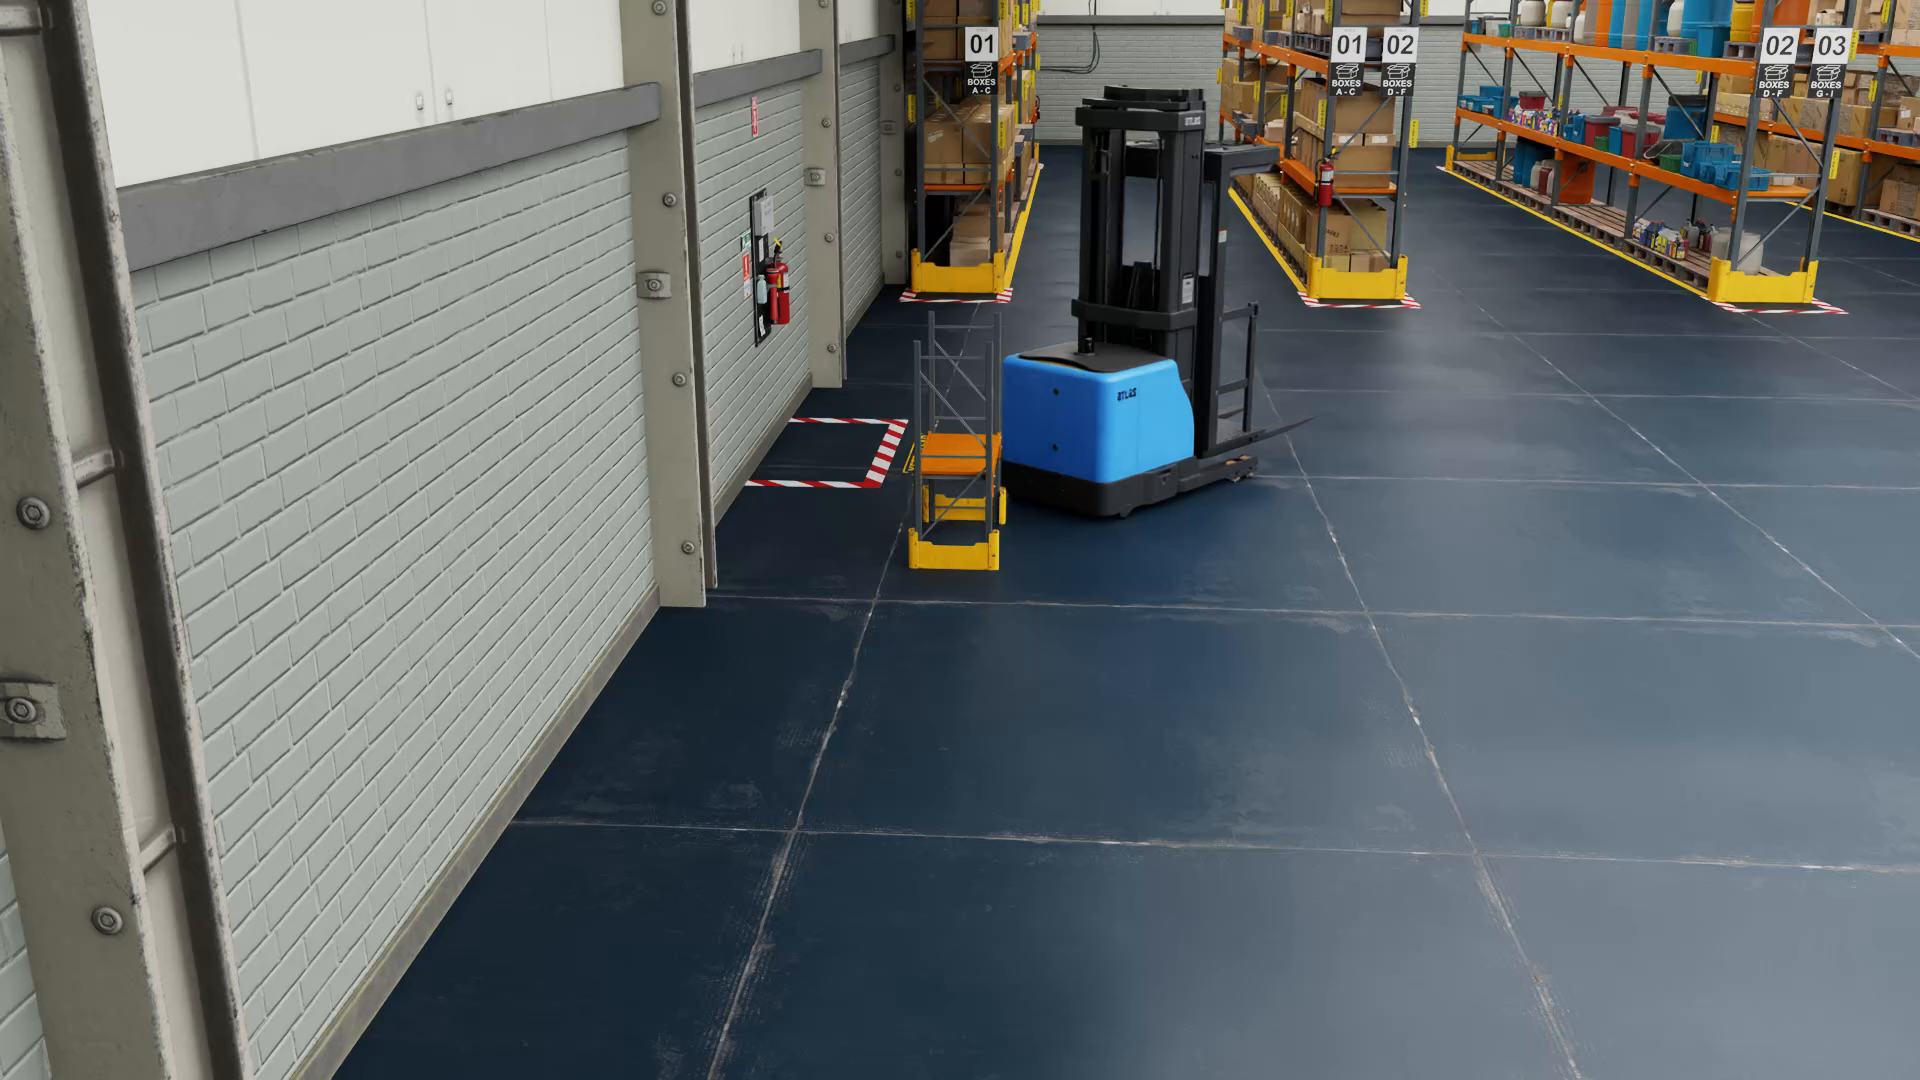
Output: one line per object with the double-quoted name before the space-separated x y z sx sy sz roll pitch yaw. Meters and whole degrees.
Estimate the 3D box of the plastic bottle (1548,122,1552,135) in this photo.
"plastic bottle" 10.076 -7.012 28.323 0.097 0.201 0.097 0 18 0

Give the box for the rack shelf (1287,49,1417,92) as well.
"rack shelf" 5.052 -6.165 21.759 1.077 0.370 4.000 1 18 4

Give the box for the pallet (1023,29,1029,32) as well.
"pallet" 0.534 -8.591 28.312 1.213 0.211 1.003 2 18 6

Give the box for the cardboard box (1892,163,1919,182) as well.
"cardboard box" 15.344 -5.892 26.690 0.500 0.250 0.500 2 18 6

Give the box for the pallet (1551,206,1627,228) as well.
"pallet" 10.328 -5.269 27.163 1.003 0.211 1.213 1 18 4

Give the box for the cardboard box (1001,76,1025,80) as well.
"cardboard box" 0.868 -7.912 28.876 0.500 0.250 0.500 1 18 3

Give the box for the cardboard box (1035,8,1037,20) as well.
"cardboard box" 1.327 -10.907 34.481 0.500 0.250 0.500 2 18 6

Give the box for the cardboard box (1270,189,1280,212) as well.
"cardboard box" 4.969 -5.156 25.183 0.500 0.311 0.500 2 18 5

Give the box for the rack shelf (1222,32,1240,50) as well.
"rack shelf" 5.912 -9.892 33.133 1.077 0.370 4.000 1 18 4

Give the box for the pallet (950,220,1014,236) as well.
"pallet" 0.308 -4.729 25.516 1.003 0.211 1.213 1 18 4

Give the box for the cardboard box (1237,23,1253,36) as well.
"cardboard box" 5.538 -9.699 31.628 0.500 0.250 0.500 1 18 4

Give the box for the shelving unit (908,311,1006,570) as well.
"shelving unit" -0.005 -0.689 11.117 0.587 1.500 1.083 1 18 4

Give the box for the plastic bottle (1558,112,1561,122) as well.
"plastic bottle" 10.806 -7.570 29.915 0.097 0.271 0.097 0 18 0

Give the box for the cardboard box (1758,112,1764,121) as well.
"cardboard box" 15.363 -8.028 31.509 0.380 0.149 0.250 2 18 5

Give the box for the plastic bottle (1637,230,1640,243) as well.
"plastic bottle" 9.661 -4.318 23.571 0.097 0.201 0.097 0 18 0

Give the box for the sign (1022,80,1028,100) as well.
"sign" 1.083 -7.558 27.939 0.100 0.325 0.005 1 18 4

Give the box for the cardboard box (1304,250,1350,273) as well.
"cardboard box" 4.652 -3.527 21.110 0.500 0.250 0.500 1 18 4

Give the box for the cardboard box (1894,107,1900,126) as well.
"cardboard box" 15.669 -6.915 27.550 0.500 0.500 0.500 2 18 6

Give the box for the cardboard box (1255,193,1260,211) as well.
"cardboard box" 5.116 -5.526 27.211 0.500 0.250 0.500 1 18 2

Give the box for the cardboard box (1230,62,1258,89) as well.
"cardboard box" 5.617 -9.189 32.882 0.500 0.500 0.500 1 18 4

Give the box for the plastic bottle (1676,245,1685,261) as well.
"plastic bottle" 9.543 -3.808 22.016 0.097 0.201 0.097 0 18 0

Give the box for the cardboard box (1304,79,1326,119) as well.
"cardboard box" 5.135 -6.072 22.892 0.700 0.500 0.500 1 18 4

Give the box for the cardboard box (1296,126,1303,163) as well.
"cardboard box" 5.170 -5.612 23.574 0.700 0.500 0.500 1 18 2

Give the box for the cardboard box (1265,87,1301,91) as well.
"cardboard box" 5.671 -7.670 29.179 0.700 0.500 0.500 5 19 14

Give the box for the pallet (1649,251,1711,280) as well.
"pallet" 9.961 -3.678 22.310 1.003 0.211 1.213 1 18 4

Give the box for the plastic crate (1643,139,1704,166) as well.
"plastic crate" 9.971 -5.402 23.191 0.767 0.338 0.504 1 18 4

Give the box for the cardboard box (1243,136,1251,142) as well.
"cardboard box" 6.262 -8.277 35.173 0.500 0.500 0.500 1 18 4

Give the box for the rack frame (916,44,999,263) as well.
"rack frame" -0.033 -4.570 20.553 1.000 3.000 0.127 1 18 4

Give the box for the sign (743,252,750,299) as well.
"sign" -1.633 -2.024 12.726 0.001 0.329 0.234 1 18 4

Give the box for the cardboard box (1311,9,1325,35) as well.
"cardboard box" 4.768 -6.646 21.315 0.500 0.311 0.500 3 18 10

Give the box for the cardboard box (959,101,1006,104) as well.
"cardboard box" 0.372 -6.400 25.269 0.700 0.500 0.500 3 18 10

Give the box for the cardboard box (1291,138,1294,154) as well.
"cardboard box" 5.075 -5.916 24.877 0.396 0.266 0.258 1 18 3

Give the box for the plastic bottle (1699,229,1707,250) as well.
"plastic bottle" 10.236 -4.137 22.888 0.061 0.283 0.133 1 18 4

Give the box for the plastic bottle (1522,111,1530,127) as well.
"plastic bottle" 10.230 -7.594 29.981 0.152 0.276 0.135 1 18 4

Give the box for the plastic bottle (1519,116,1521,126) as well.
"plastic bottle" 10.220 -7.637 30.231 0.097 0.201 0.097 0 18 0

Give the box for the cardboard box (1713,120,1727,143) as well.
"cardboard box" 15.970 -8.197 34.359 0.875 0.875 0.875 1 18 4

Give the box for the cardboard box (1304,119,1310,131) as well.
"cardboard box" 4.911 -5.662 22.684 0.380 0.149 0.250 1 18 2

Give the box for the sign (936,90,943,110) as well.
"sign" -0.300 -6.374 24.198 0.100 0.325 0.005 1 18 4

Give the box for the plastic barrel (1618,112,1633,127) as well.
"plastic barrel" 10.531 -6.432 26.054 0.421 0.512 0.421 0 18 0

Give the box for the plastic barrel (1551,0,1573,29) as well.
"plastic barrel" 10.399 -9.077 28.598 0.433 0.535 0.433 0 18 0

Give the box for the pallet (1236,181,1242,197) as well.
"pallet" 5.748 -6.609 31.254 1.003 0.211 1.213 1 18 4

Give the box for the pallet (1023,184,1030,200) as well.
"pallet" 0.763 -6.351 30.465 1.003 0.211 1.213 1 18 4

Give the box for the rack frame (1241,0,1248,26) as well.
"rack frame" 5.769 -11.038 30.659 1.000 3.000 0.127 1 18 4

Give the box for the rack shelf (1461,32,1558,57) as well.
"rack shelf" 10.853 -9.781 32.792 1.077 0.370 4.000 1 18 4

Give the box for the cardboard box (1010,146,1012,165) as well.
"cardboard box" 0.458 -5.286 22.945 0.500 0.250 0.500 1 18 4

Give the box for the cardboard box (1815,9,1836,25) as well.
"cardboard box" 15.481 -9.209 29.362 0.500 0.311 0.500 1 18 2

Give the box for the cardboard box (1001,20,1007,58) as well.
"cardboard box" 0.315 -6.317 20.873 0.500 0.500 0.500 2 18 8

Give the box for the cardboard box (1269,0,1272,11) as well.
"cardboard box" 5.593 -9.345 28.543 0.500 0.500 0.500 1 18 4

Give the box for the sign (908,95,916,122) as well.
"sign" -0.585 -5.289 20.380 0.100 0.325 0.005 1 18 4

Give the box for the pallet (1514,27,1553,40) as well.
"pallet" 10.750 -9.166 30.065 1.213 0.211 1.003 1 18 4

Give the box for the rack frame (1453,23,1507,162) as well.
"rack frame" 10.996 -9.318 35.043 1.000 3.000 0.127 1 18 4

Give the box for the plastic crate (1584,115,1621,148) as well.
"plastic crate" 10.001 -6.369 25.940 0.402 0.464 0.583 1 18 4

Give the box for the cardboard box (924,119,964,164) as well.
"cardboard box" -0.211 -5.016 20.917 0.500 0.500 0.500 1 18 3

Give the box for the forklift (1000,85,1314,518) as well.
"forklift" 1.667 -1.933 12.614 1.130 2.935 3.031 16 24 41

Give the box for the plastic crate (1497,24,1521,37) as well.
"plastic crate" 10.456 -9.712 31.695 0.416 0.233 0.300 1 18 4

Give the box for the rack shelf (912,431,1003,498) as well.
"rack shelf" -0.006 -0.515 11.165 0.538 0.185 1.000 1 18 4

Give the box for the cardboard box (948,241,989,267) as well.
"cardboard box" 0.107 -3.714 21.553 0.500 0.311 0.500 -1 18 -2

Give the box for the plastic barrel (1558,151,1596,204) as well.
"plastic barrel" 10.440 -6.154 28.198 0.600 0.830 0.708 1 18 4
